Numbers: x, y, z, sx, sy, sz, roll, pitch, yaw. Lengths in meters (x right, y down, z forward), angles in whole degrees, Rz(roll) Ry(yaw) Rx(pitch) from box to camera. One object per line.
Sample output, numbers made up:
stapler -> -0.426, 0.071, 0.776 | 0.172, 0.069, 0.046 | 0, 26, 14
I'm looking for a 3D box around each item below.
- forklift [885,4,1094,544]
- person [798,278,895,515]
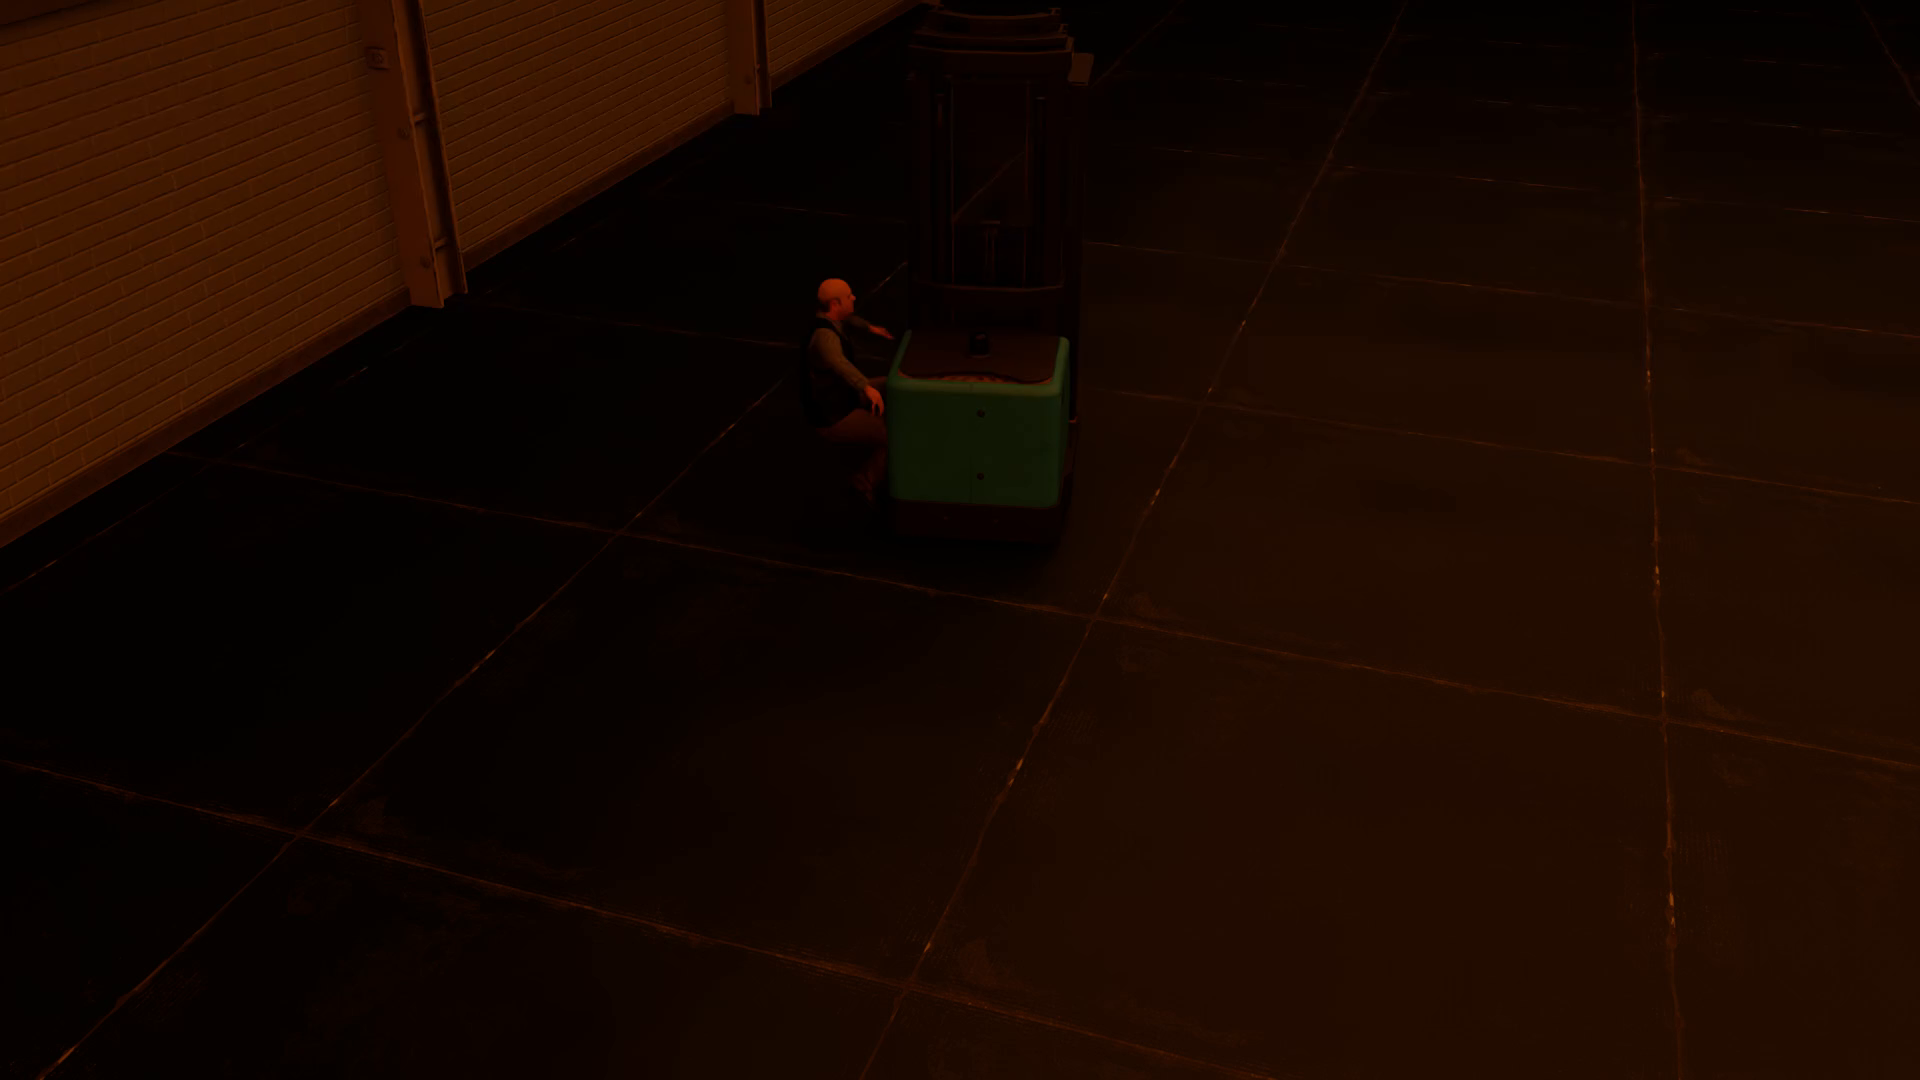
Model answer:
forklift -> 0.247, -1.957, 10.570 | 1.130, 2.935, 3.031 | 3, 30, 6
person -> -0.548, -0.884, 10.044 | 0.848, 1.464, 1.074 | -3, 30, -5
